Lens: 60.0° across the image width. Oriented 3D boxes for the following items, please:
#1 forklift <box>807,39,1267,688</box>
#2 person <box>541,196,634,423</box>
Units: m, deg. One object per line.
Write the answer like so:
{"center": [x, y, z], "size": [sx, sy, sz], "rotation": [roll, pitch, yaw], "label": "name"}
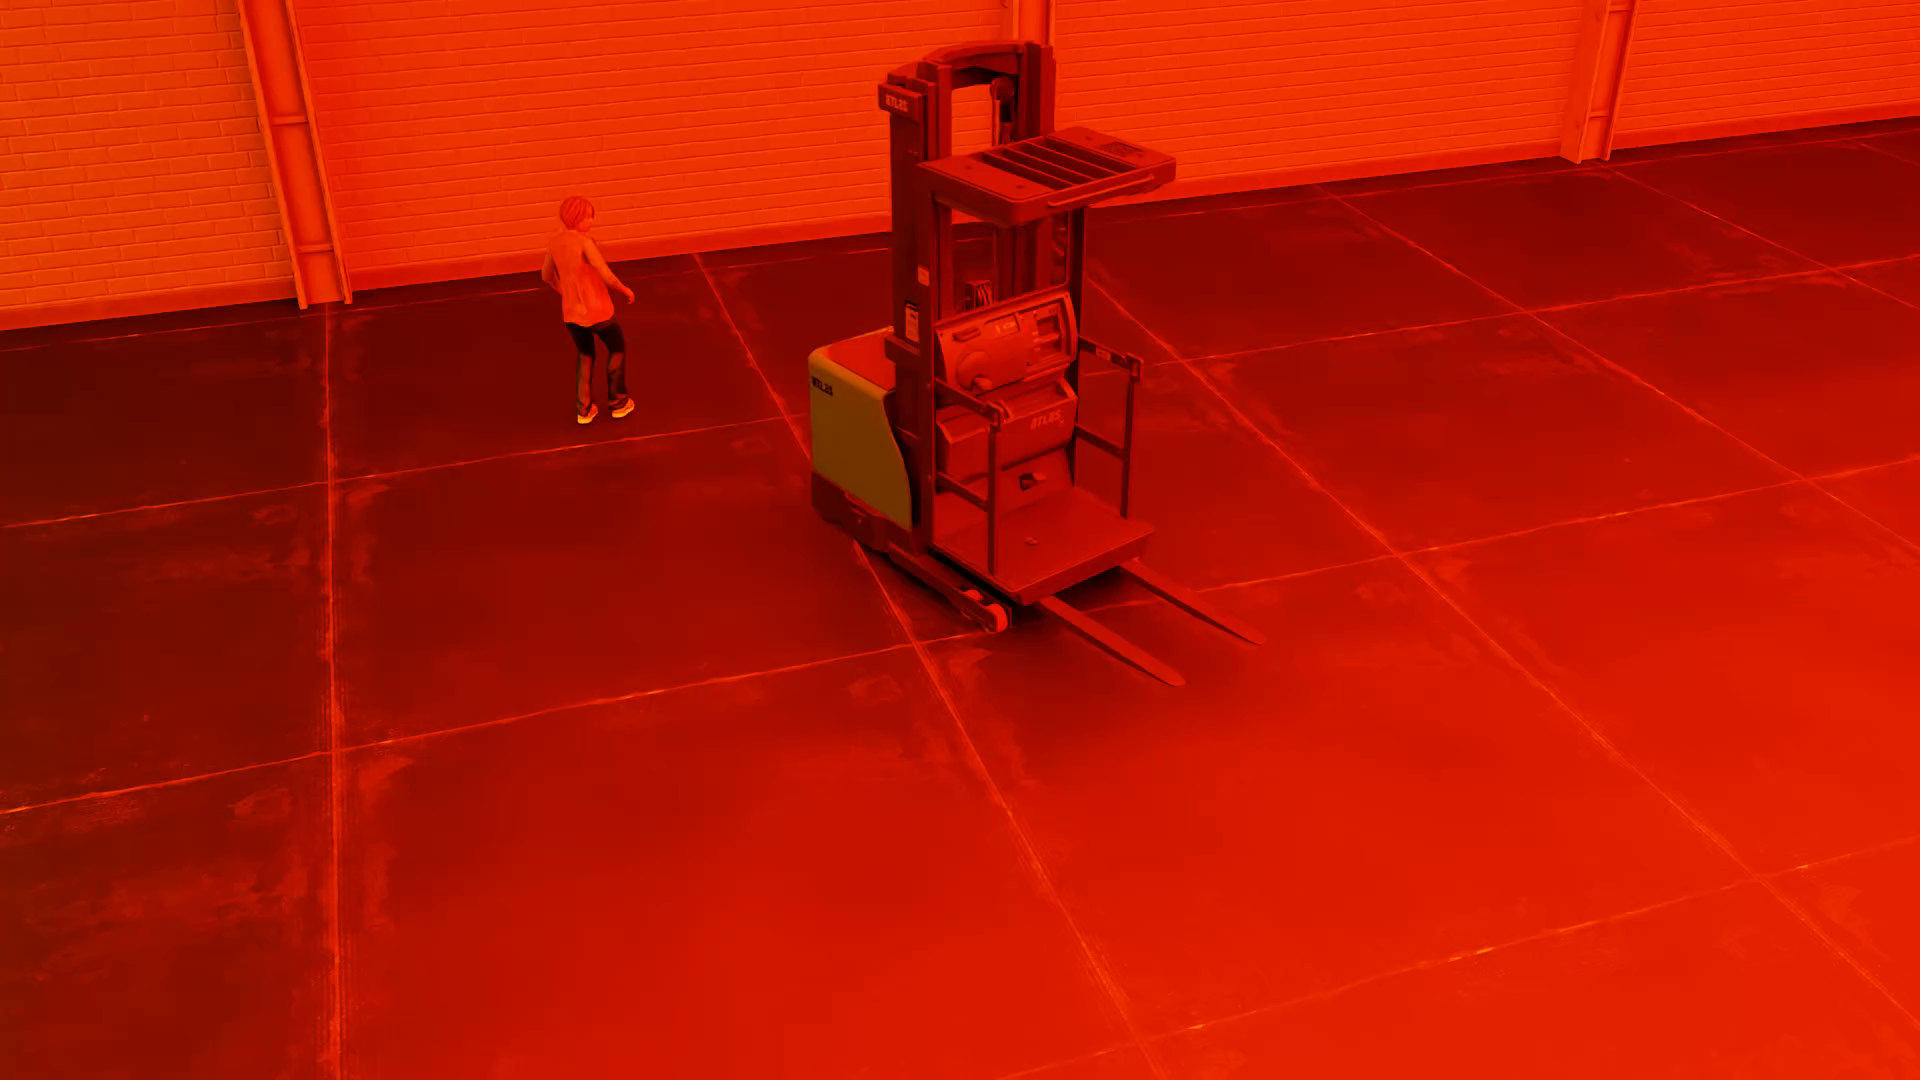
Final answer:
{"center": [0.396, -1.035, 8.887], "size": [1.130, 2.935, 3.031], "rotation": [-22, 36, -33], "label": "forklift"}
{"center": [-2.492, -1.533, 11.153], "size": [0.632, 1.554, 0.449], "rotation": [11, 32, 19], "label": "person"}
